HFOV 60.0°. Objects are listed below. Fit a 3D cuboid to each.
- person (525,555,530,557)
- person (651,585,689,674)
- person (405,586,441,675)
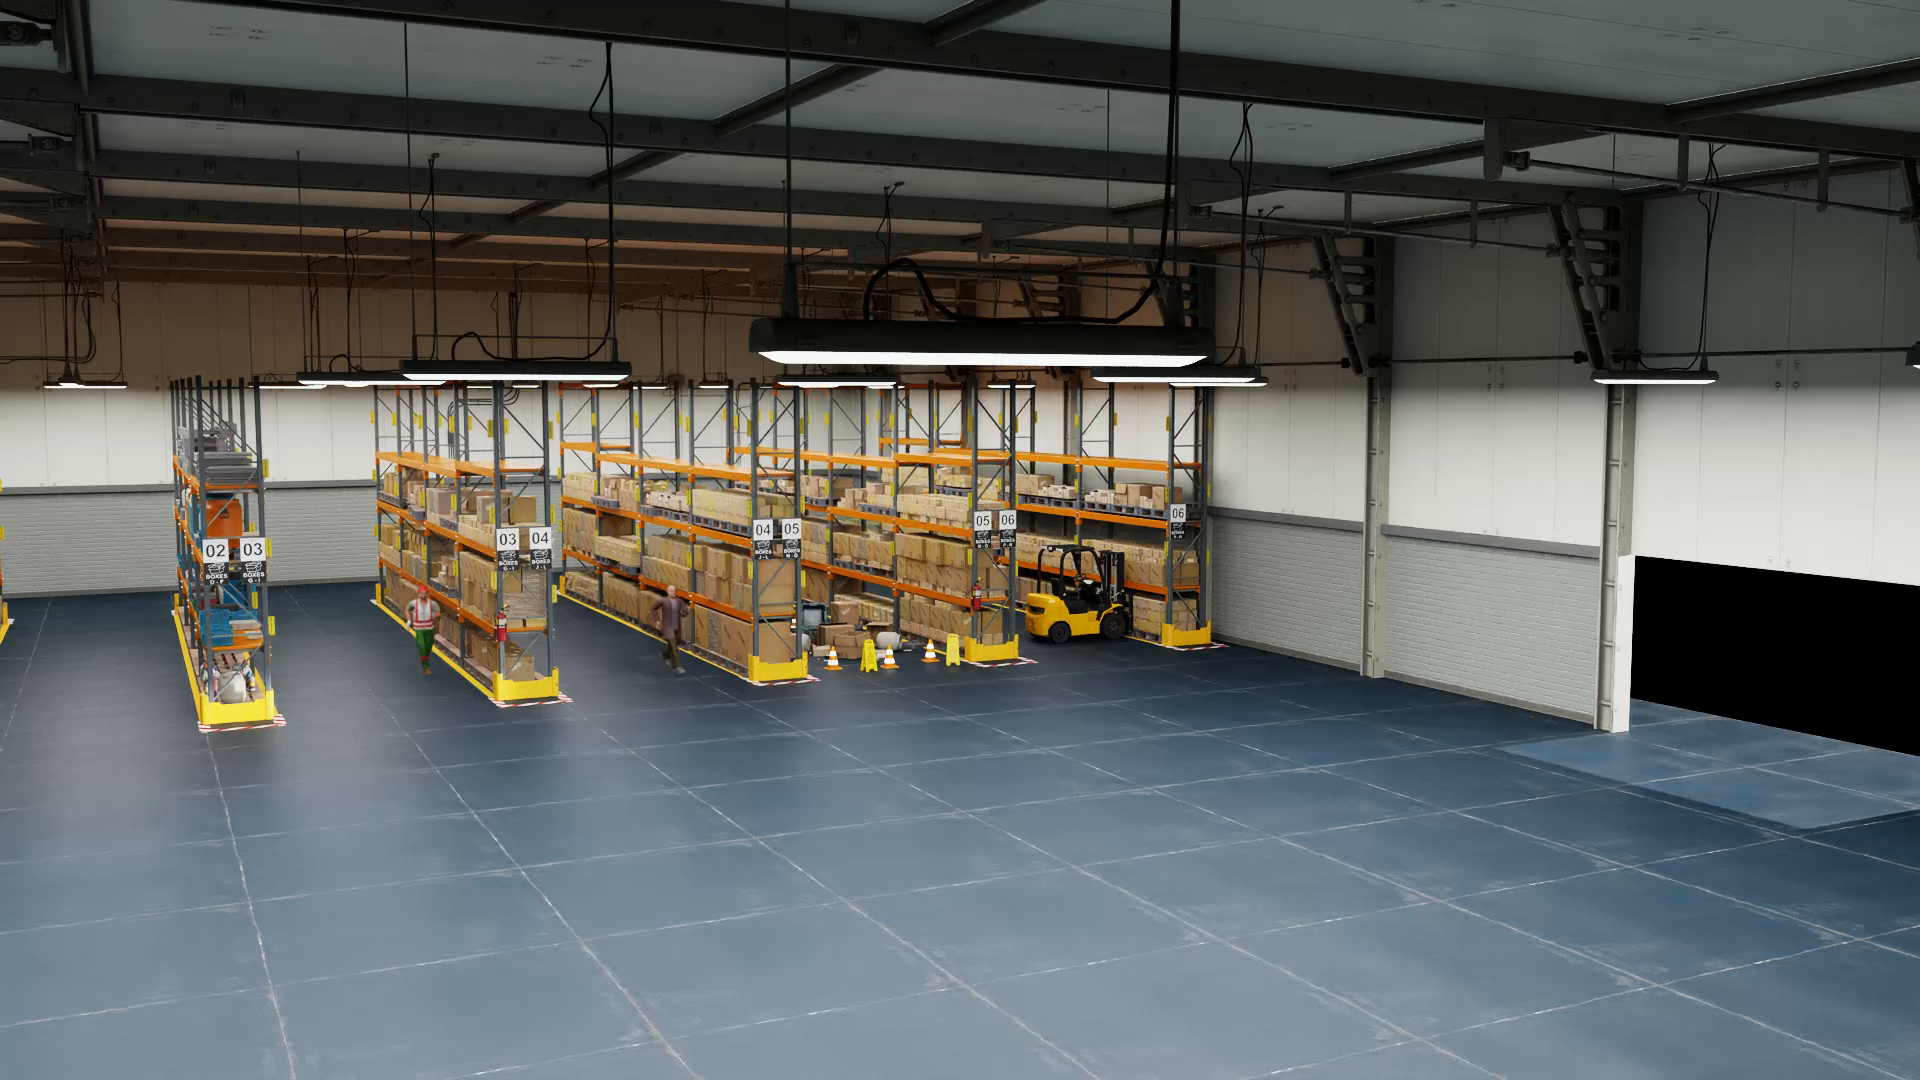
[{"bbox_3d":[-11.435,0.862,44.713,0.695,1.775,0.944,-3,6,-27],"label":"person"},{"bbox_3d":[-5.885,1.794,33.889,0.704,1.761,1.049,-4,6,-38],"label":"person"},{"bbox_3d":[-10.863,1.804,33.707,0.662,1.770,0.993,-3,6,-29],"label":"person"}]
